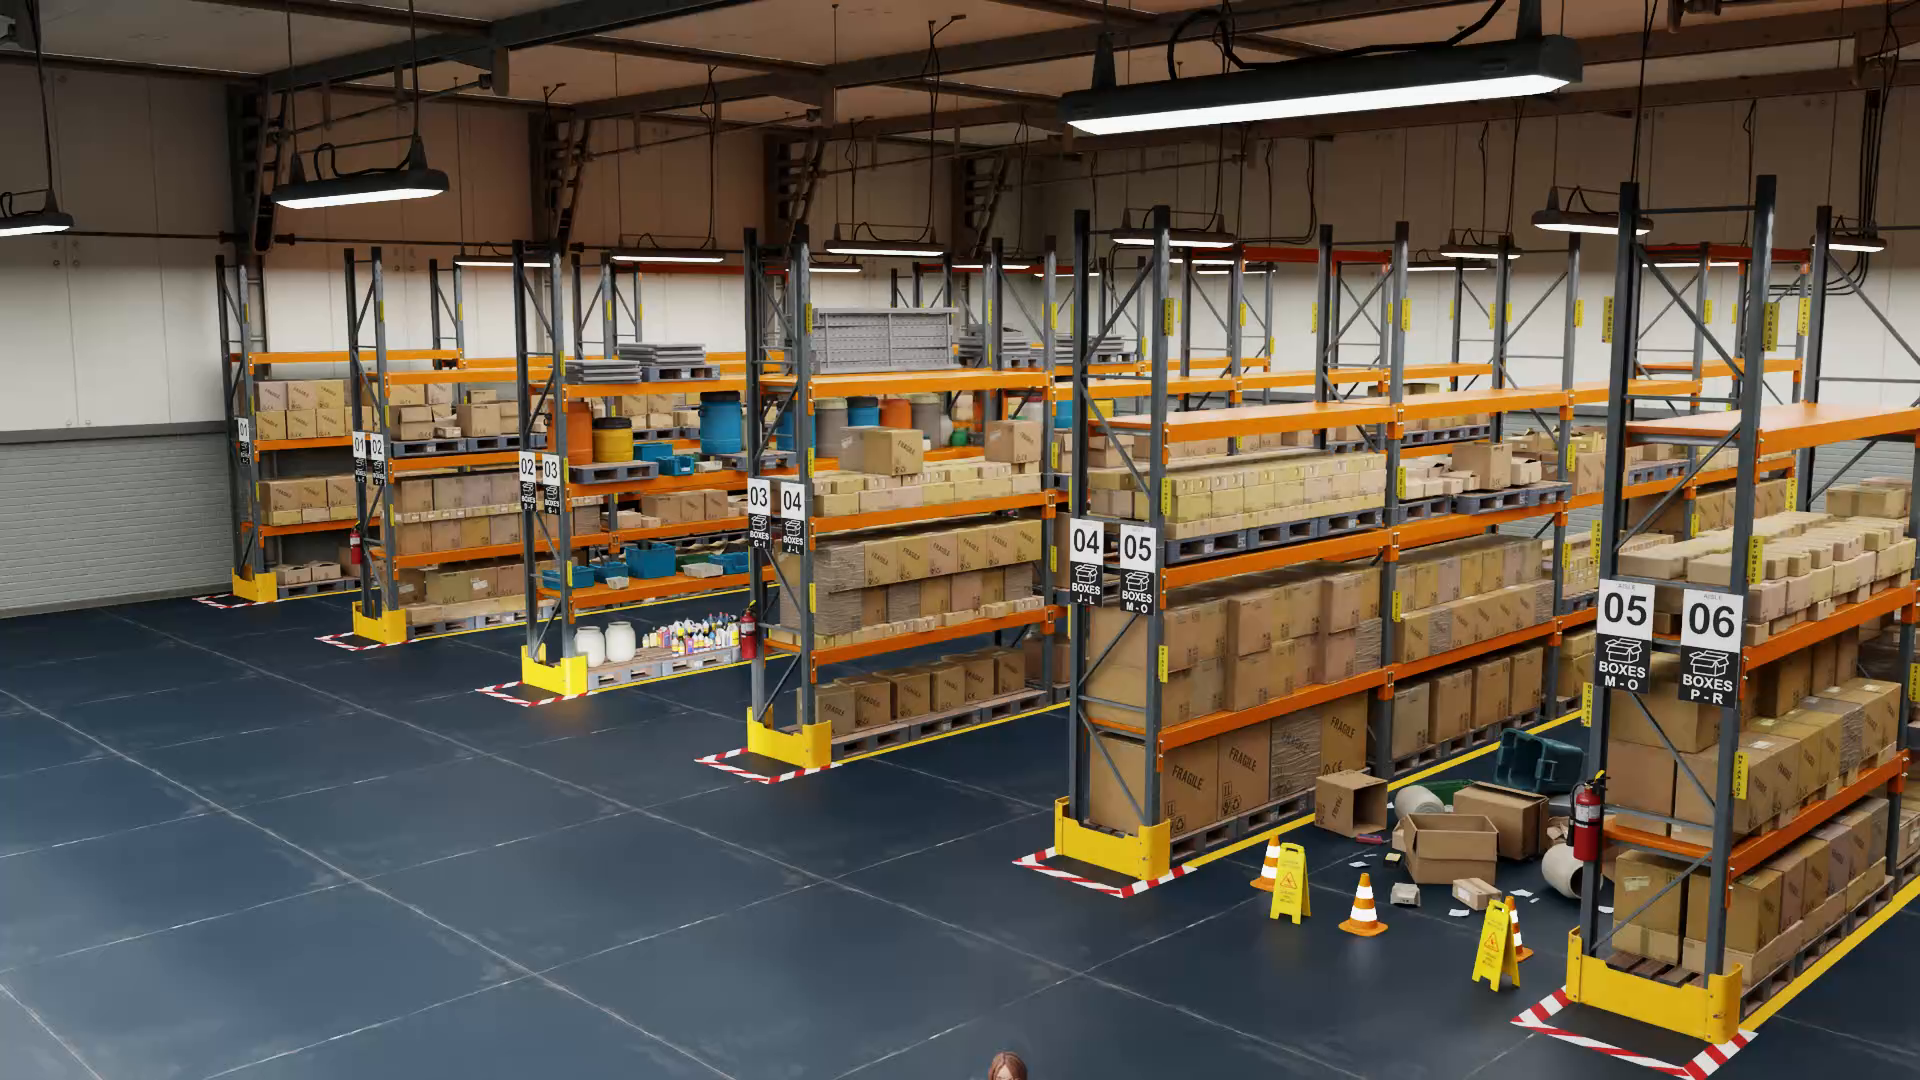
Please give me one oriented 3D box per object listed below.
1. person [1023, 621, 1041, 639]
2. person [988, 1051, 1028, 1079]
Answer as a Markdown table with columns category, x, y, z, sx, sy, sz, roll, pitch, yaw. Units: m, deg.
| category | x | y | z | sx | sy | sz | roll | pitch | yaw |
| --- | --- | --- | --- | --- | --- | --- | --- | --- | --- |
| person | 1.150 | 0.572 | 24.278 | 0.646 | 1.795 | 0.859 | 6 | 10 | 37 |
| person | 0.220 | 3.232 | 8.041 | 0.534 | 1.590 | 0.889 | 0 | 8 | 1 |
